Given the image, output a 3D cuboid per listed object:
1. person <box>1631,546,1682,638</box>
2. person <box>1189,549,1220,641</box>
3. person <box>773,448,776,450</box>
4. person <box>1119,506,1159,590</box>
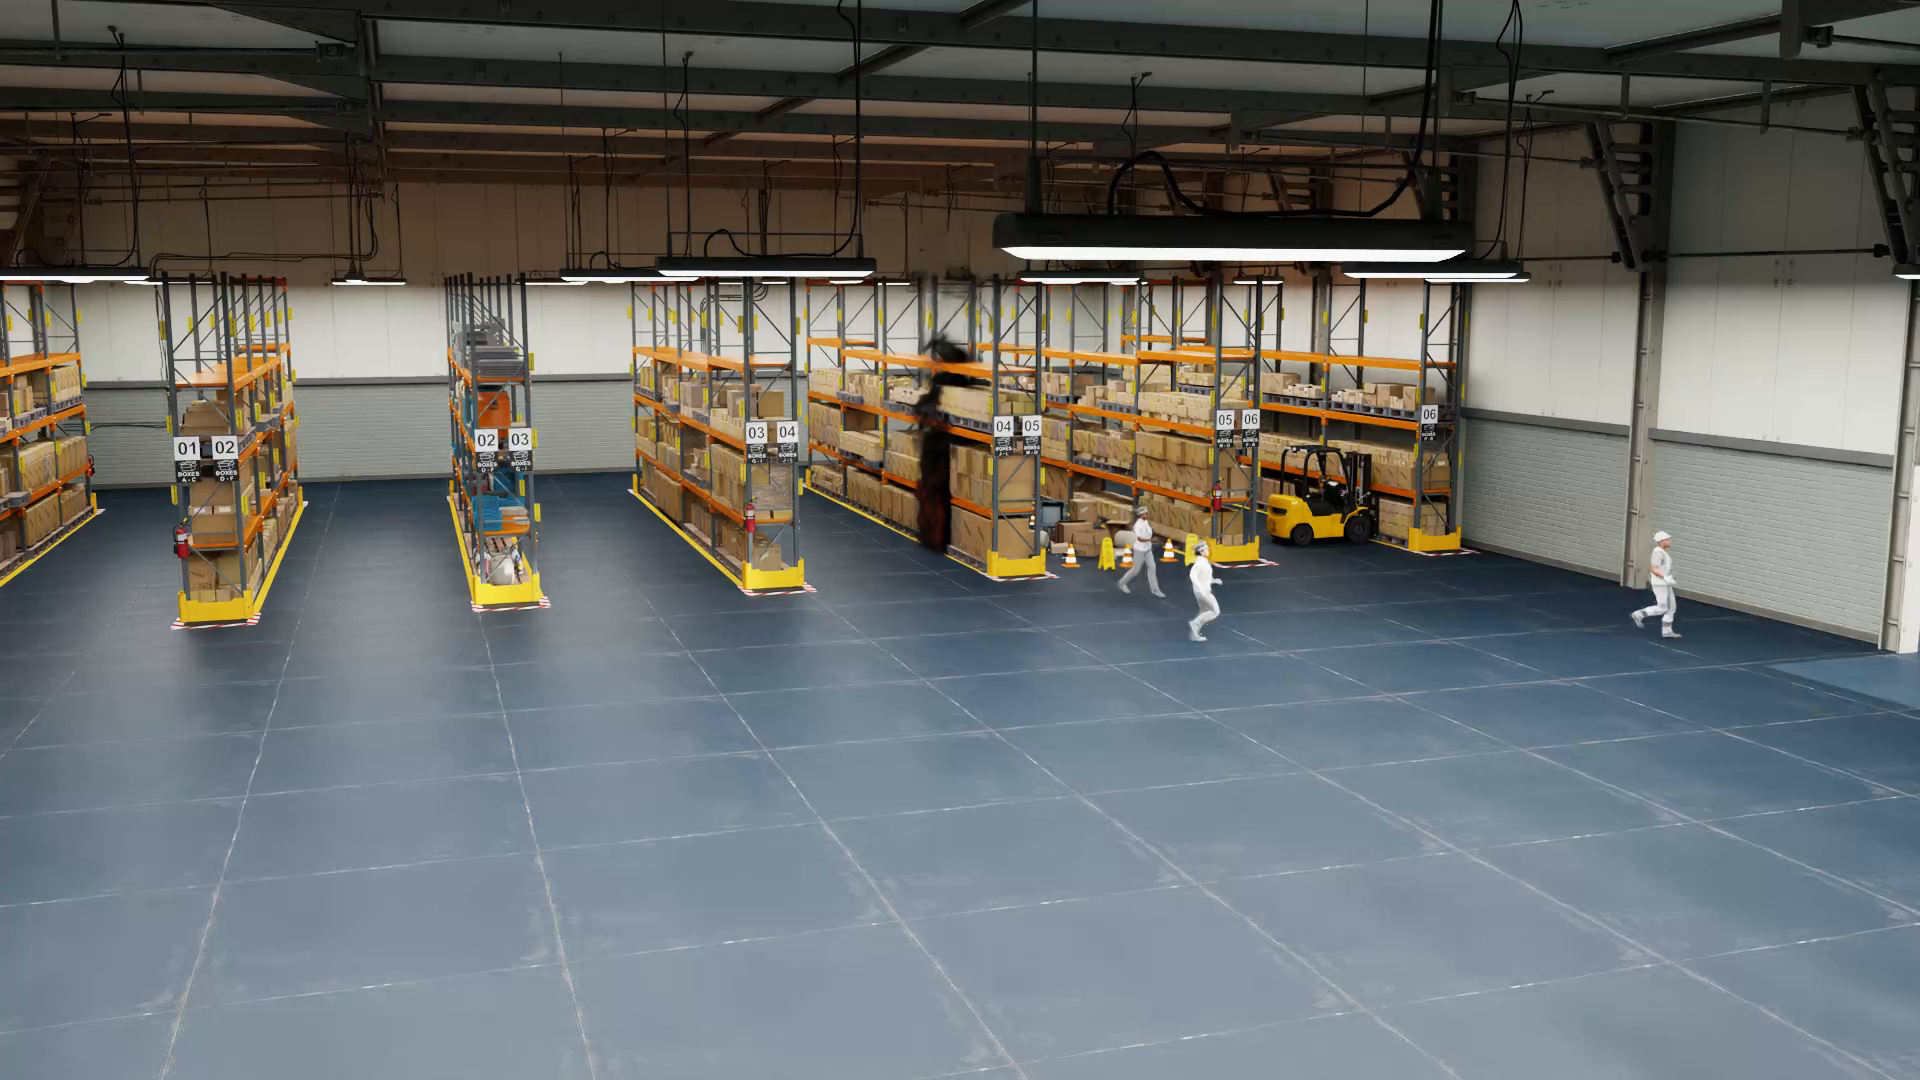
[{"bbox_3d":[11.526,0.851,27.428,0.806,1.514,0.637,5,10,29],"label":"person"},{"bbox_3d":[3.978,0.859,27.078,0.509,1.592,0.600,1,9,5],"label":"person"},{"bbox_3d":[-5.021,-2.331,46.435,0.630,1.492,0.560,-3,9,-20],"label":"person"},{"bbox_3d":[3.358,0.149,30.979,0.788,1.589,0.573,4,9,24],"label":"person"}]
